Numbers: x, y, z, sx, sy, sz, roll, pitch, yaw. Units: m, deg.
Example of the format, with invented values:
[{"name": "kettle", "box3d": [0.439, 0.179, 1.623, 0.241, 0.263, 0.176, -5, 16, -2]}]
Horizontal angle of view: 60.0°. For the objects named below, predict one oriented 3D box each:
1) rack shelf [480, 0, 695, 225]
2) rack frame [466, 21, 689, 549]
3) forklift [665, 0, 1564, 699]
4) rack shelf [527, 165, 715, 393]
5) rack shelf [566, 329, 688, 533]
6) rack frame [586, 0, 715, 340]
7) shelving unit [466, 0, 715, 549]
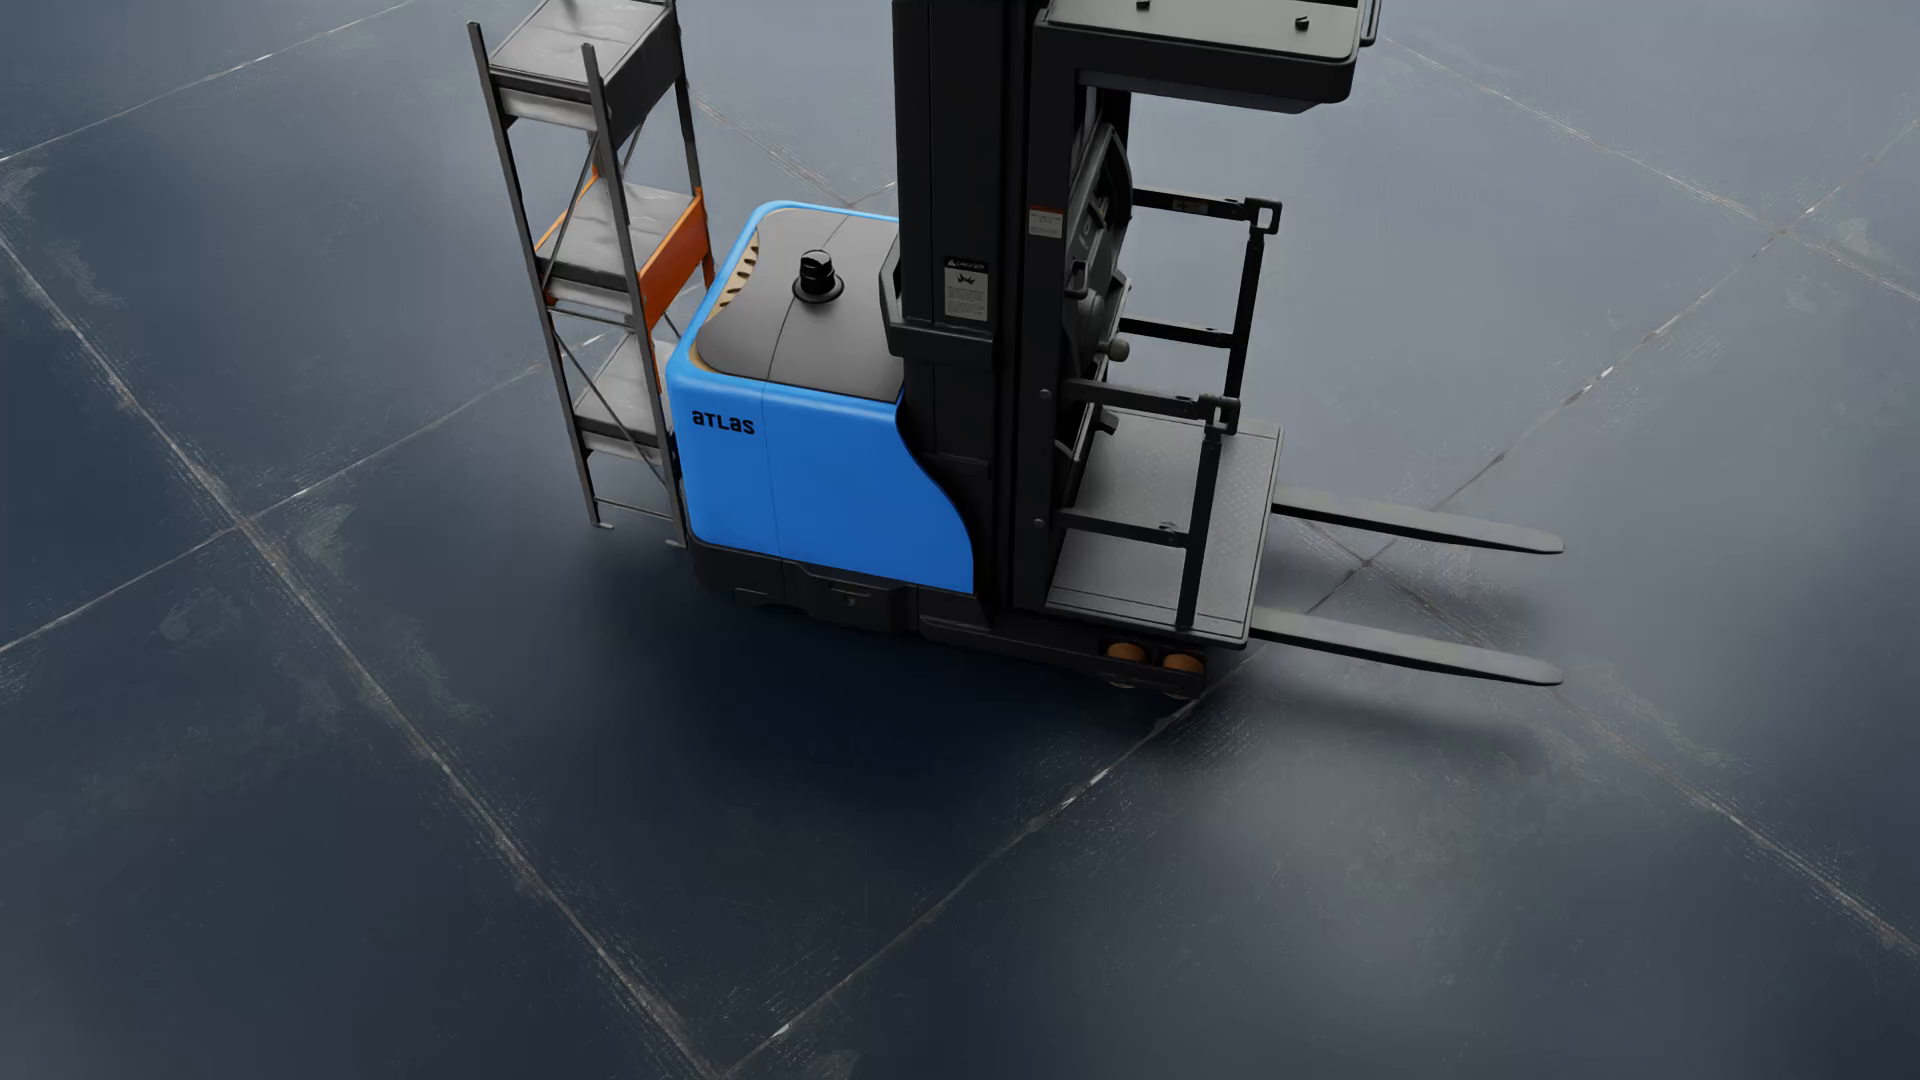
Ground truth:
[{"name": "rack shelf", "box3d": [-1.140, -1.361, 5.140, 0.431, 0.518, 0.480, 14, 49, 13]}, {"name": "rack frame", "box3d": [-1.214, -0.726, 5.490, 0.400, 2.100, 0.015, 14, 49, 13]}, {"name": "forklift", "box3d": [0.610, -0.879, 5.067, 3.031, 2.935, 1.130, 11, 48, 10]}, {"name": "rack shelf", "box3d": [-1.135, -0.887, 5.655, 0.431, 0.518, 0.480, 14, 49, 13]}, {"name": "rack shelf", "box3d": [-1.130, -0.414, 6.171, 0.431, 0.518, 0.480, 14, 49, 13]}, {"name": "rack frame", "box3d": [-1.056, -1.067, 5.801, 0.400, 2.100, 0.015, 14, 49, 13]}, {"name": "shelving unit", "box3d": [-1.135, -0.897, 5.645, 0.431, 2.100, 0.503, 14, 49, 13]}]
